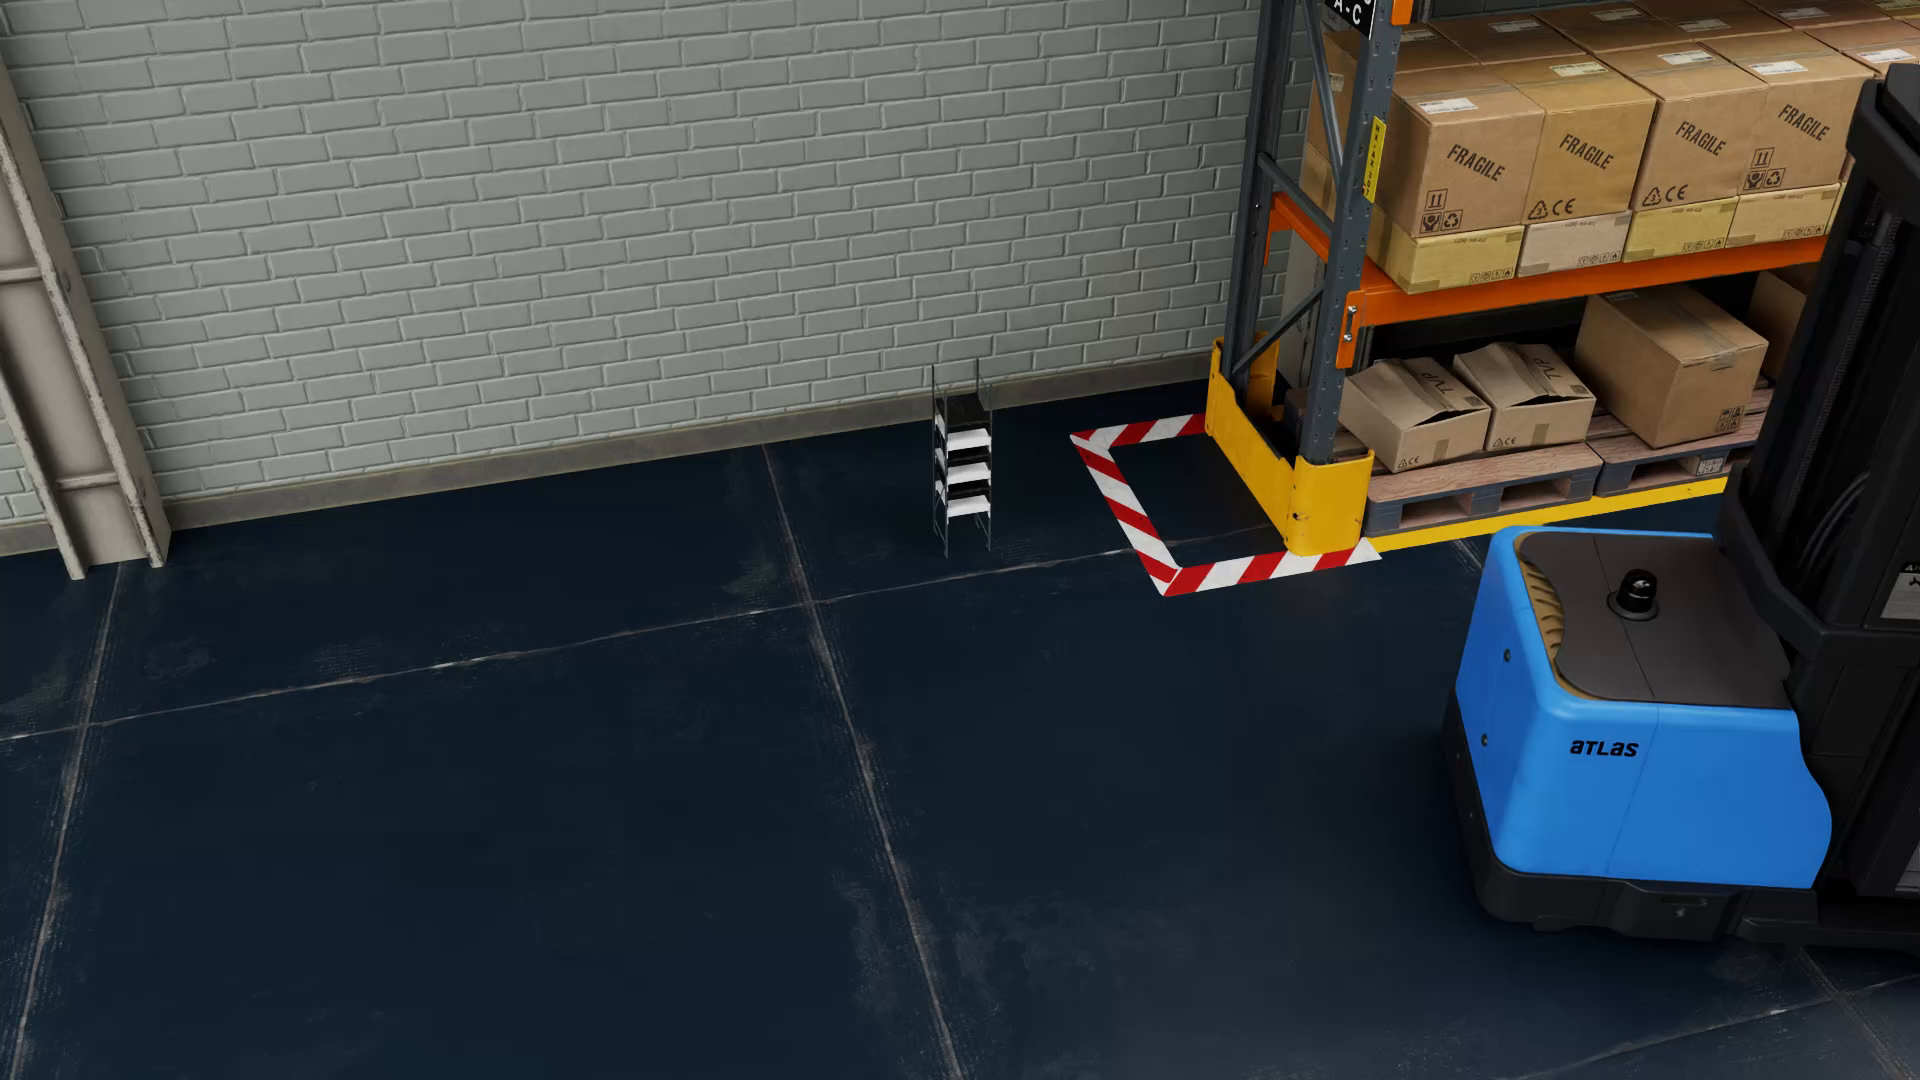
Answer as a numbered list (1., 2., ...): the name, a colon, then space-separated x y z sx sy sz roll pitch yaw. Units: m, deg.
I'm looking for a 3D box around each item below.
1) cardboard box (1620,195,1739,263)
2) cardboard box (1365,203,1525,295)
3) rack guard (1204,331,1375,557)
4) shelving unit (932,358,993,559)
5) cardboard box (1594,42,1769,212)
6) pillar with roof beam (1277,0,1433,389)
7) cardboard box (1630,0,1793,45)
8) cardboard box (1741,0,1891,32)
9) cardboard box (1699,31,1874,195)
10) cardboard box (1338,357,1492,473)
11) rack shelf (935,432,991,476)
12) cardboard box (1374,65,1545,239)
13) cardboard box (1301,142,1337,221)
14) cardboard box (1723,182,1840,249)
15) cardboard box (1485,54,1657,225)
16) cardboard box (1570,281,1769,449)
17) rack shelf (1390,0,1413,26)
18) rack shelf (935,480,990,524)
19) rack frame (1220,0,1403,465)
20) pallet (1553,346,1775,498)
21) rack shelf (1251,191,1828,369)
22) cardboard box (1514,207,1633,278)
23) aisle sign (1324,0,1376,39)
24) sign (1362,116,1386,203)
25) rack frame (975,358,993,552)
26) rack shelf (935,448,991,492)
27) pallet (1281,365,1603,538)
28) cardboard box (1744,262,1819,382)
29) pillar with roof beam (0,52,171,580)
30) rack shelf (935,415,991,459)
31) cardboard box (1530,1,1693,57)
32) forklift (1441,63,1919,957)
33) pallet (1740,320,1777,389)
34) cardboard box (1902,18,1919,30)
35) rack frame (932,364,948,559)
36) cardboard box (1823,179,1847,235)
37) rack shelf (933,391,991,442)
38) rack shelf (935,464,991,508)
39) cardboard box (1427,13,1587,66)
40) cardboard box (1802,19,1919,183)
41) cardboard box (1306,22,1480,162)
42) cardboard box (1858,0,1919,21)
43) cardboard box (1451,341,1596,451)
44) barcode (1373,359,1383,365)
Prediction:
1. cardboard box: 3.023 -1.471 7.312 0.500 0.250 0.500 -10 39 -13
2. cardboard box: 2.032 -1.304 7.092 0.500 0.250 0.500 -10 39 -13
3. rack guard: 1.552 -0.483 7.970 0.348 0.500 1.175 -9 38 -12
4. shelving unit: 0.008 -0.359 7.478 0.210 0.900 0.258 -9 38 -12
5. cardboard box: 2.998 -1.760 7.072 0.500 0.500 0.500 -11 39 -13
6. pillar with roof beam: 3.051 -1.940 2.880 0.400 9.000 9.100 -9 38 -12
7. cardboard box: 3.351 -2.148 7.579 0.500 0.500 0.500 -9 38 -11
8. cardboard box: 3.849 -2.237 7.695 0.500 0.500 0.500 -8 38 -11
9. cardboard box: 3.493 -1.849 7.188 0.500 0.500 0.500 -8 38 -11
10. cardboard box: 2.170 -0.628 7.953 0.500 0.311 0.500 -14 39 -17
11. rack shelf: 0.008 -0.404 7.444 0.200 0.077 0.258 -9 38 -12
12. cardboard box: 2.018 -1.610 6.875 0.500 0.500 0.500 -9 38 -12
13. cardboard box: 1.879 -1.600 7.480 0.500 0.250 0.500 -9 38 -11
14. cardboard box: 3.512 -1.550 7.415 0.500 0.250 0.500 -9 38 -12
15. cardboard box: 2.498 -1.682 6.970 0.500 0.500 0.500 -9 38 -12
16. cardboard box: 3.442 -0.880 8.127 0.500 0.500 0.700 -12 39 -15
17. rack shelf: 3.409 -2.687 6.917 4.000 0.370 1.077 -9 38 -12
18. rack shelf: 0.008 -0.189 7.608 0.200 0.077 0.258 -9 38 -12
19. rack frame: 1.479 -1.464 7.195 0.127 3.000 1.000 -9 38 -12
20. pallet: 3.521 -0.668 8.449 1.213 0.211 1.003 -9 38 -12
21. rack shelf: 3.409 -1.495 7.828 4.000 0.370 1.077 -9 38 -12
22. cardboard box: 2.530 -1.394 7.211 0.500 0.250 0.500 -10 39 -13
23. aisle sign: 1.487 -2.309 6.160 0.004 0.787 0.394 -9 38 -12
24. sign: 1.620 -1.490 6.516 0.005 0.325 0.100 -9 38 -12
25. rack frame: 0.106 -0.375 7.499 0.006 0.900 0.240 -9 38 -12
26. rack shelf: 0.008 -0.332 7.499 0.200 0.077 0.258 -9 38 -12
27. pallet: 2.345 -0.477 8.199 1.213 0.211 1.003 -9 38 -12
28. cardboard box: 4.349 -1.092 8.404 0.500 0.500 0.500 -12 39 -15
29. pillar with roof beam: -2.741 -0.990 1.637 0.400 9.000 9.100 -9 38 -12
30. rack shelf: 0.008 -0.475 7.389 0.200 0.077 0.258 -9 38 -12
31. cardboard box: 2.865 -2.068 7.474 0.500 0.500 0.500 -10 39 -13
32. forklift: 3.395 -0.014 5.356 3.031 2.935 1.130 3 37 3
33. pallet: 4.701 -0.863 8.705 1.213 0.211 1.003 -9 38 -12
34. cardboard box: 4.484 -2.005 7.392 0.500 0.500 0.500 -10 38 -12
35. rack frame: -0.090 -0.343 7.457 0.006 0.900 0.240 -9 38 -12
36. cardboard box: 3.997 -1.631 7.520 0.500 0.250 0.500 -10 38 -12
37. rack shelf: 0.008 -0.547 7.334 0.200 0.077 0.258 -9 38 -12
38. rack shelf: 0.008 -0.261 7.553 0.200 0.077 0.258 -9 38 -12
39. cardboard box: 2.367 -1.984 7.364 0.500 0.500 0.500 -9 38 -11
40. cardboard box: 3.995 -1.932 7.296 0.500 0.500 0.500 -10 39 -13
41. cardboard box: 1.878 -1.910 7.267 0.500 0.500 0.500 -10 38 -12
42. cardboard box: 4.332 -2.312 7.794 0.500 0.500 0.500 -10 38 -12
43. cardboard box: 2.720 -0.718 8.071 0.500 0.311 0.500 -6 38 -8
44. barcode: 2.083 -0.869 8.260 0.075 0.075 0.001 -9 38 -12
